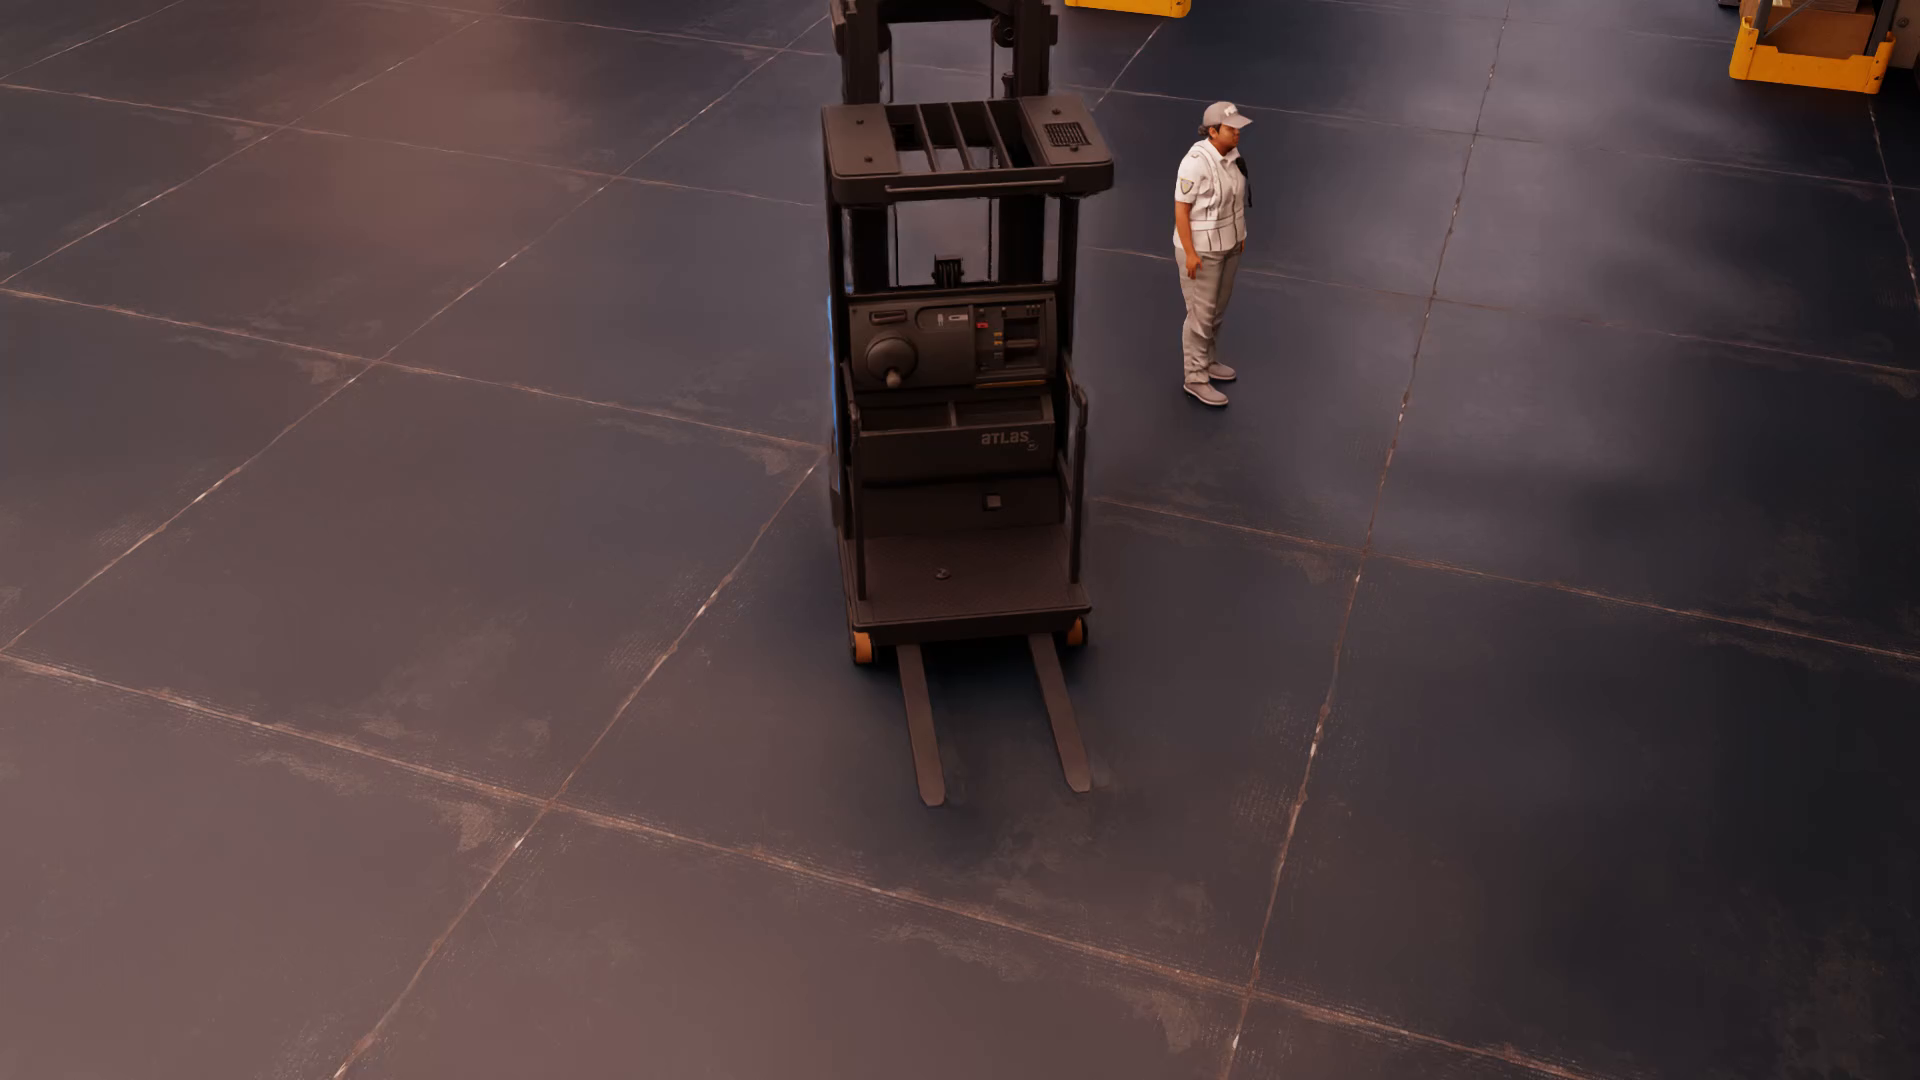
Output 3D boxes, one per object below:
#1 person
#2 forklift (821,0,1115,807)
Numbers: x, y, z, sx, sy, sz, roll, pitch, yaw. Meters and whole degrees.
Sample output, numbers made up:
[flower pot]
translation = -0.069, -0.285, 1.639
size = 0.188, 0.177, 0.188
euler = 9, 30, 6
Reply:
[person]
translation = 1.500, -1.664, 9.543
size = 0.532, 1.672, 0.588
euler = 25, 42, 31
[forklift]
translation = 0.003, -0.827, 7.278
size = 1.130, 2.935, 3.031
euler = -4, 36, -6
